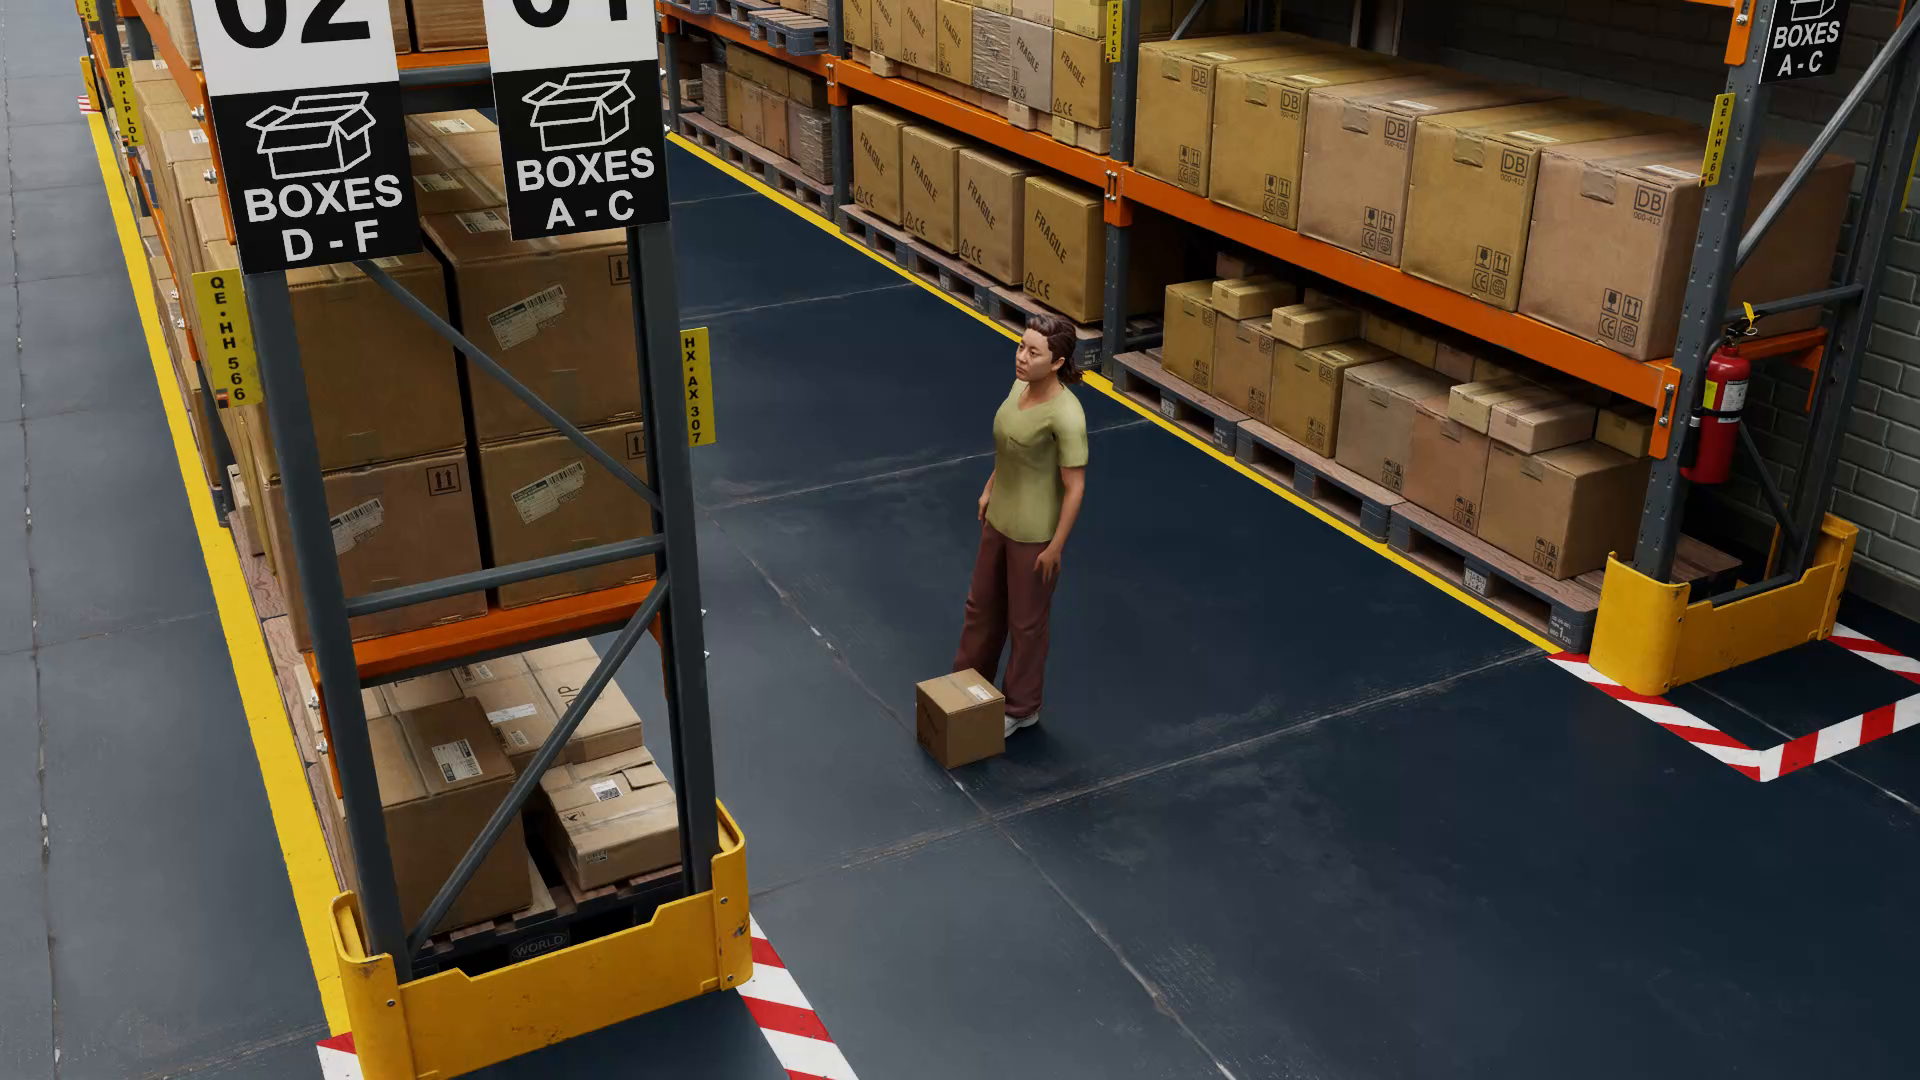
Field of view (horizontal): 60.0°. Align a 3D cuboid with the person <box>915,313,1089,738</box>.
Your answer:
[{"bbox_3d":[0.179,-0.027,6.146,0.549,1.676,0.554,-13,28,-25],"label":"person"}]
